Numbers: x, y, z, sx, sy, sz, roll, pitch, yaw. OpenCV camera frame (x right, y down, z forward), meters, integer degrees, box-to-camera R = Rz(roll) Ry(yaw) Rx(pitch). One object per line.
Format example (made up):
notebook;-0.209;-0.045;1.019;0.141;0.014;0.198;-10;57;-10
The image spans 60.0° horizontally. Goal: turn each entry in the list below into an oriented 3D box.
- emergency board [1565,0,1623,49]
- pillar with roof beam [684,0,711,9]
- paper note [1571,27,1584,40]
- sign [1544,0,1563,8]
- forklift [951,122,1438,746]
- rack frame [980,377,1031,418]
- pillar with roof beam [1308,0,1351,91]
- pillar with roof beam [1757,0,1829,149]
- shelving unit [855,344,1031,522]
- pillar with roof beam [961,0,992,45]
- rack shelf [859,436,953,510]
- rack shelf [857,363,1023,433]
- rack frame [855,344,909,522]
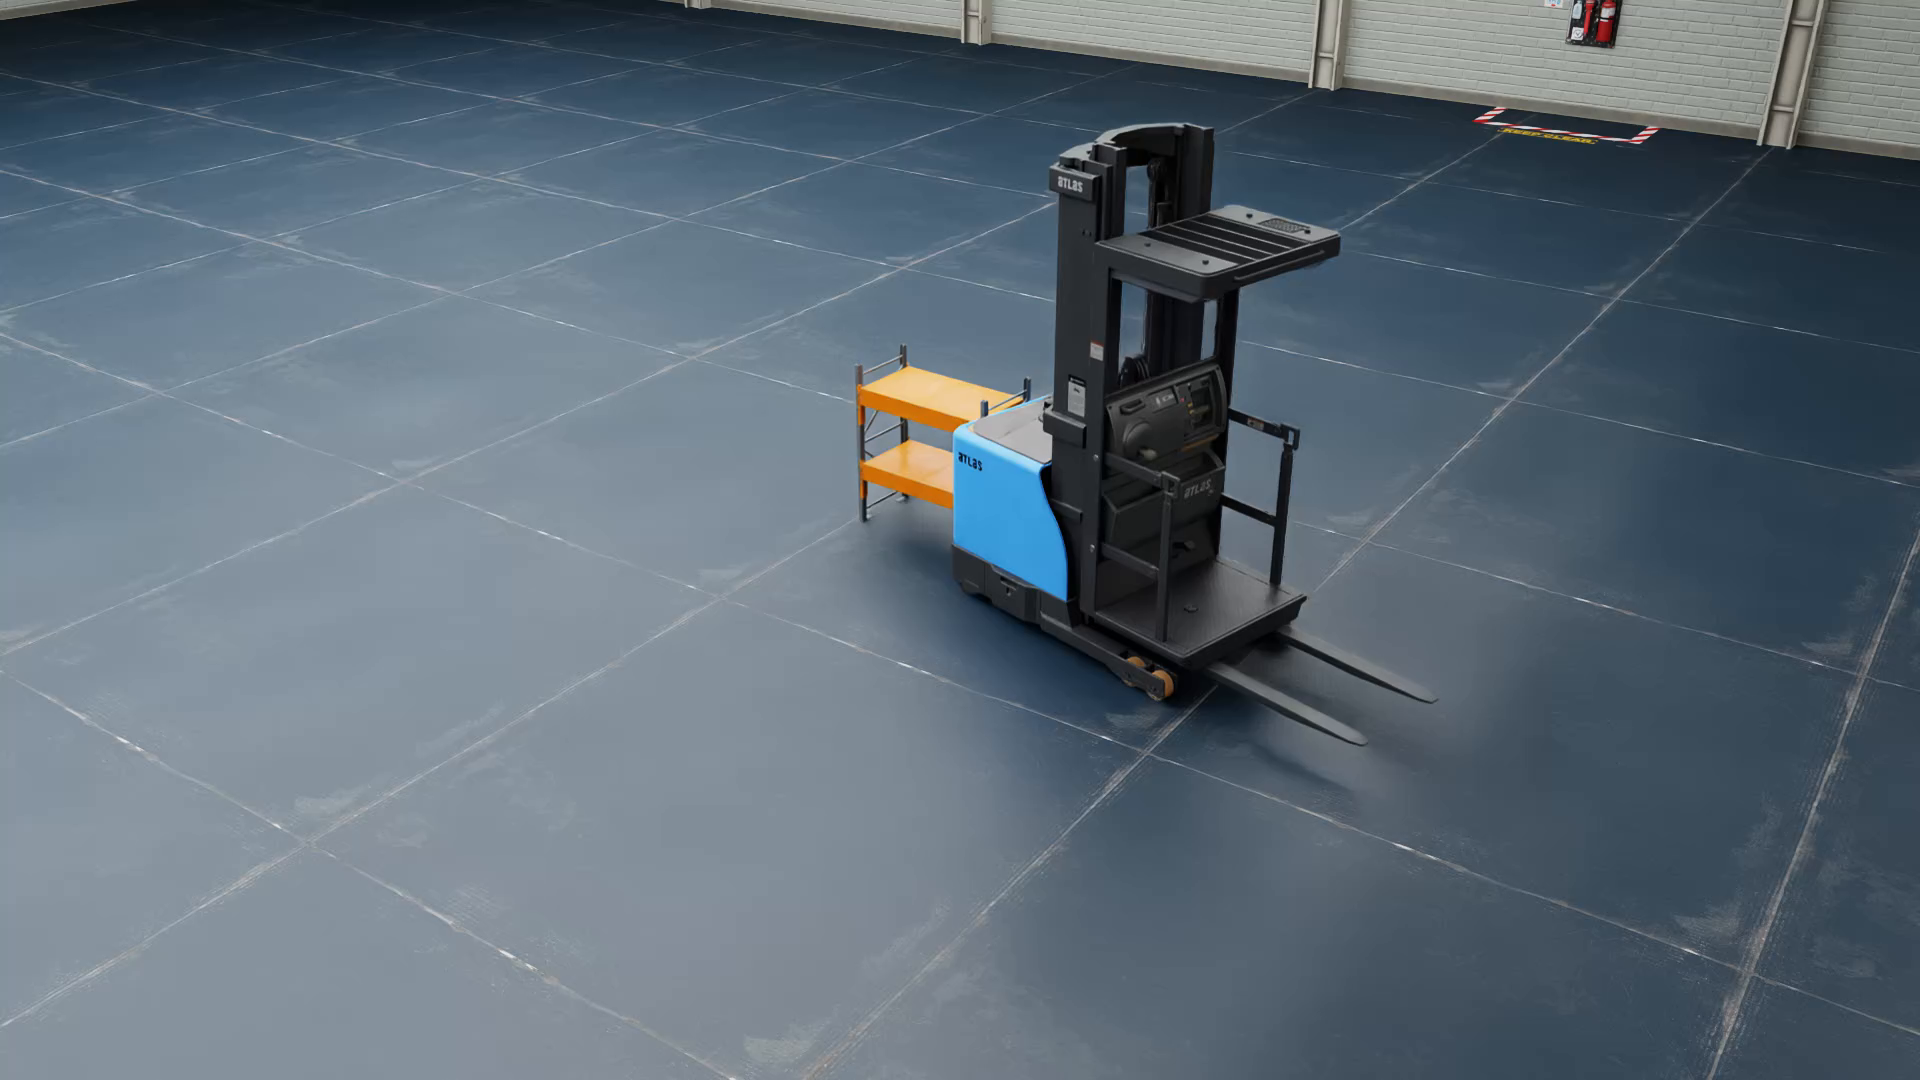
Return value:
emergency board;8.142;-6.907;21.289;0.643;1.169;0.194;17;32;30
pillar with roof beam;-7.117;-11.945;24.574;0.400;9.000;9.100;17;32;30
paper note;8.035;-6.586;21.629;0.142;0.148;0.016;17;32;30
sign;7.745;-7.104;21.636;0.234;0.329;0.001;17;32;30
forklift;1.297;-0.673;9.114;1.130;2.935;3.031;-22;34;-36
rack frame;0.289;-0.440;10.648;0.032;1.125;0.500;19;33;33
pillar with roof beam;2.774;-8.863;18.518;0.400;9.000;9.100;17;32;30
pillar with roof beam;7.720;-7.322;15.491;0.400;9.000;9.100;17;32;30
shelving unit;-0.115;-0.580;10.923;1.048;1.125;0.538;19;33;33
pillar with roof beam;-2.172;-10.404;21.546;0.400;9.000;9.100;17;32;30
rack shelf;-0.115;-0.362;11.034;1.000;0.278;0.538;19;33;33
rack shelf;-0.115;-0.841;10.790;1.000;0.278;0.538;19;33;33
rack frame;-0.519;-0.720;11.198;0.032;1.125;0.500;19;33;33
